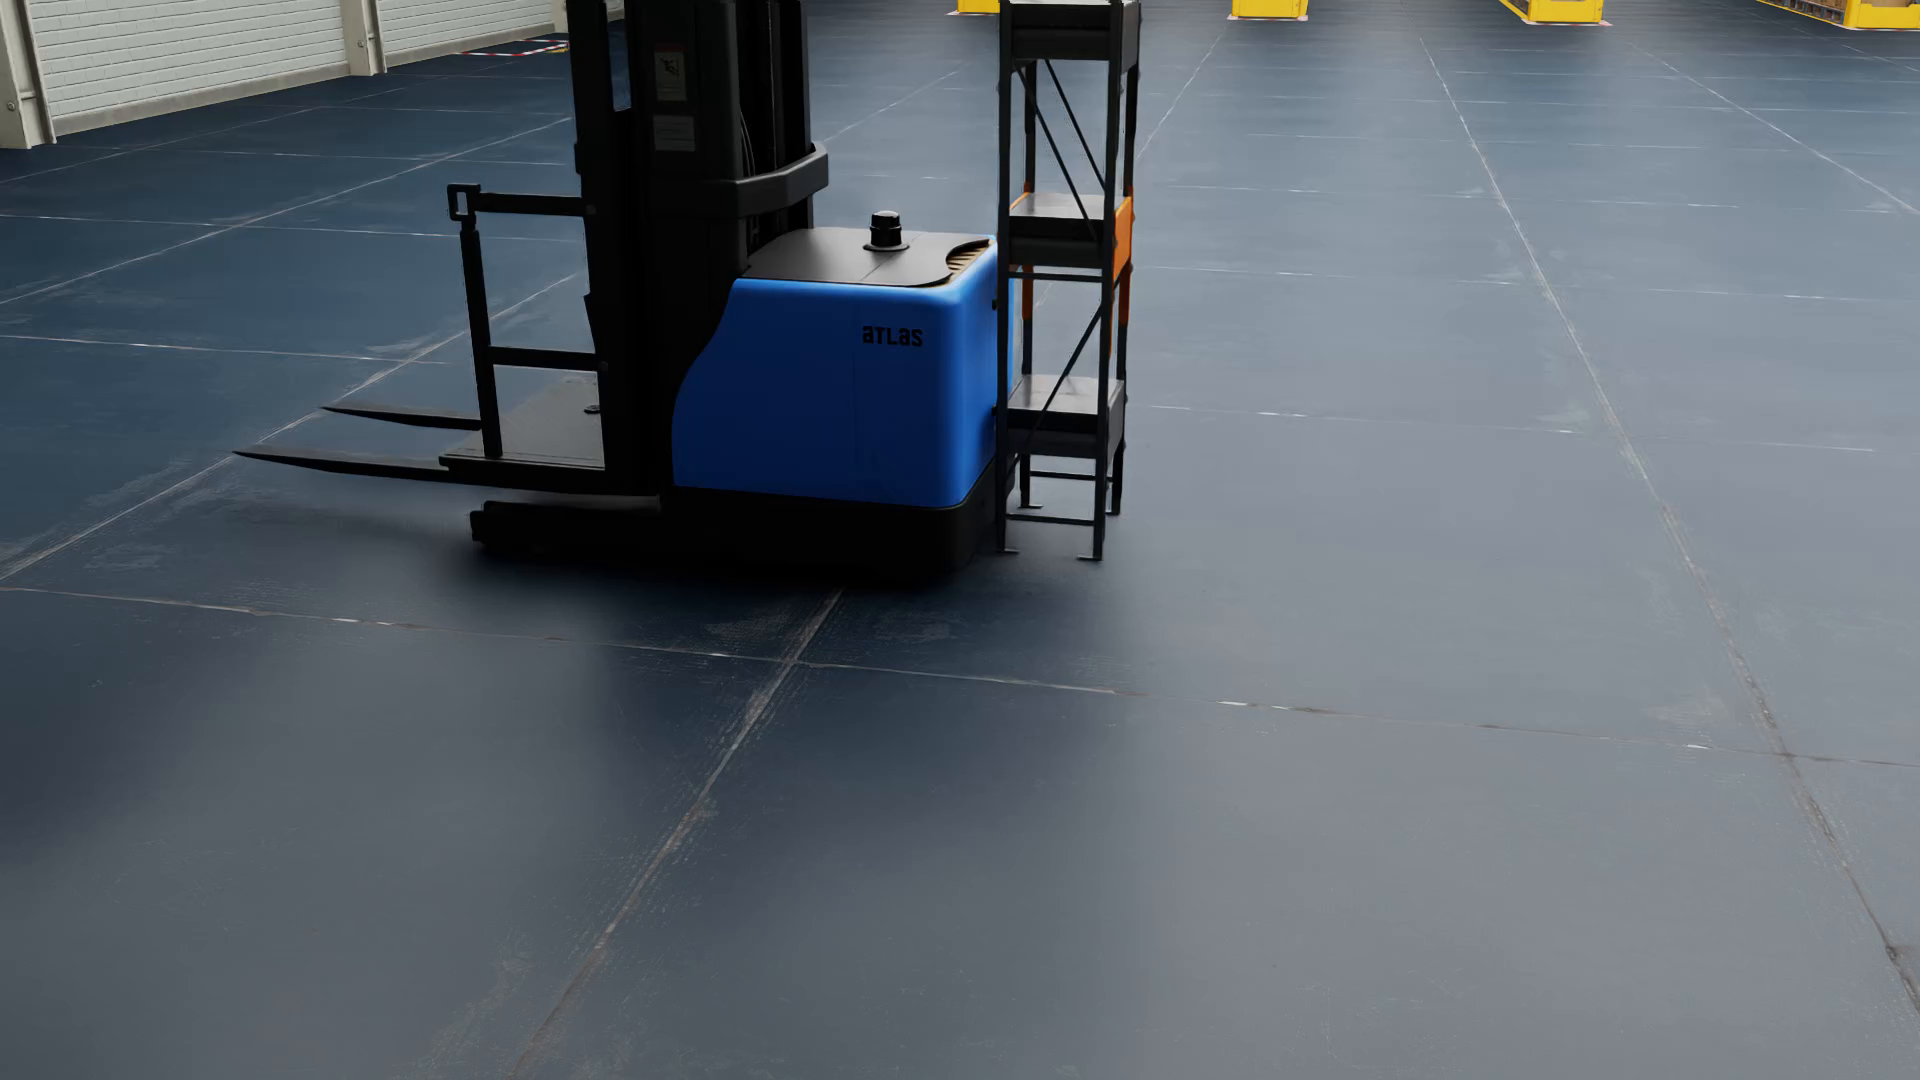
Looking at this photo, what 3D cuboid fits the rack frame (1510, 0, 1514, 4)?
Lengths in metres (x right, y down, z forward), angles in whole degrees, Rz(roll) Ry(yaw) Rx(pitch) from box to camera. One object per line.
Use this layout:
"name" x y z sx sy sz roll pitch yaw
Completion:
"rack frame" 11.066 -11.657 31.282 1.000 3.000 0.127 4 22 11

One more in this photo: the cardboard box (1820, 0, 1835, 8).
"cardboard box" 15.336 -9.563 28.365 0.875 0.875 0.875 4 22 10

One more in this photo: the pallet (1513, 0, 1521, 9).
"pallet" 10.964 -10.115 31.187 1.003 0.211 1.213 4 22 11

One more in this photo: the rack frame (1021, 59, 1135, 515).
"rack frame" 0.440 -1.091 6.251 0.400 2.100 0.015 5 22 12

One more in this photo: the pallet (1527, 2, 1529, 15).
"pallet" 10.466 -9.223 28.971 1.003 0.211 1.213 4 22 11

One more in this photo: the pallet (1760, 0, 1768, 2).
"pallet" 16.231 -10.684 32.599 1.003 0.211 1.213 4 22 11

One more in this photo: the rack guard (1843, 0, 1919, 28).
"rack guard" 15.080 -8.611 27.064 1.175 0.500 0.348 4 22 11

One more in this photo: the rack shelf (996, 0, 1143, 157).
"rack shelf" 0.386 -1.638 5.774 0.431 0.518 0.480 5 22 12

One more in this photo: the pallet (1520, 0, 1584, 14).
"pallet" 10.717 -9.668 30.075 1.003 0.211 1.213 4 22 11

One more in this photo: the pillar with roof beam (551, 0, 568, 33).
"pillar with roof beam" -2.011 -11.909 23.878 9.100 9.000 0.400 4 22 11

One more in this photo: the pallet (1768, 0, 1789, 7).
"pallet" 15.985 -10.236 31.487 1.003 0.211 1.213 4 22 11

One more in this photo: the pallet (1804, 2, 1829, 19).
"pallet" 15.423 -9.229 28.986 1.003 0.211 1.213 4 22 11

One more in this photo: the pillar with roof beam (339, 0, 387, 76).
"pillar with roof beam" -3.236 -9.715 18.429 9.100 9.000 0.400 4 22 11

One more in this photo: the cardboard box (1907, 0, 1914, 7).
"cardboard box" 16.589 -9.438 29.114 0.500 0.500 0.500 8 23 20

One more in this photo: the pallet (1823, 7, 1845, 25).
"pallet" 15.171 -8.784 27.881 1.003 0.211 1.213 4 22 11

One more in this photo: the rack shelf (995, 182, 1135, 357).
"rack shelf" 0.386 -0.989 6.035 0.431 0.518 0.480 5 22 12

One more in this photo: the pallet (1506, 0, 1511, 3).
"pallet" 11.223 -10.648 32.510 1.003 0.211 1.213 4 22 11

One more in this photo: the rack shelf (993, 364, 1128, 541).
"rack shelf" 0.386 -0.340 6.297 0.431 0.518 0.480 5 22 12

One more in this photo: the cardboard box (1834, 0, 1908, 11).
"cardboard box" 15.159 -9.241 27.566 0.875 0.875 0.875 5 22 11

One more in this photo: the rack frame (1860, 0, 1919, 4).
"rack frame" 15.085 -9.779 26.619 1.000 3.000 0.127 4 22 11

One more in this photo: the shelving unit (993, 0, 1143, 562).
"shelving unit" 0.386 -1.002 6.030 0.431 2.100 0.503 5 22 12

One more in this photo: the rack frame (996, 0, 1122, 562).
"rack frame" 0.332 -0.913 5.810 0.400 2.100 0.015 5 22 12

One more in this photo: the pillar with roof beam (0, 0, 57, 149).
"pillar with roof beam" -4.460 -7.520 12.981 9.100 9.000 0.400 4 22 11

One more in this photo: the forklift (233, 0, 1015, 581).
"forklift" -1.352 -1.492 6.135 3.031 2.935 1.130 5 23 13

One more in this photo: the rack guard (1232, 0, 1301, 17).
"rack guard" 5.371 -9.443 29.132 1.175 0.500 0.348 4 22 11

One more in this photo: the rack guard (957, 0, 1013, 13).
"rack guard" 0.548 -9.782 29.973 1.175 0.500 0.348 4 22 11

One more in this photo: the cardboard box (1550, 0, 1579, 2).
"cardboard box" 10.394 -9.456 28.602 0.500 0.500 0.500 9 24 21

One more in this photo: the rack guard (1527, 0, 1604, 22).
"rack guard" 10.265 -9.062 28.186 1.175 0.500 0.348 4 22 11

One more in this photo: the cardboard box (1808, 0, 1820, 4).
"cardboard box" 15.524 -9.896 29.193 0.875 0.875 0.875 5 22 11

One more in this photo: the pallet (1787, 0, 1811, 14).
"pallet" 15.669 -9.676 30.097 1.003 0.211 1.213 4 22 11
